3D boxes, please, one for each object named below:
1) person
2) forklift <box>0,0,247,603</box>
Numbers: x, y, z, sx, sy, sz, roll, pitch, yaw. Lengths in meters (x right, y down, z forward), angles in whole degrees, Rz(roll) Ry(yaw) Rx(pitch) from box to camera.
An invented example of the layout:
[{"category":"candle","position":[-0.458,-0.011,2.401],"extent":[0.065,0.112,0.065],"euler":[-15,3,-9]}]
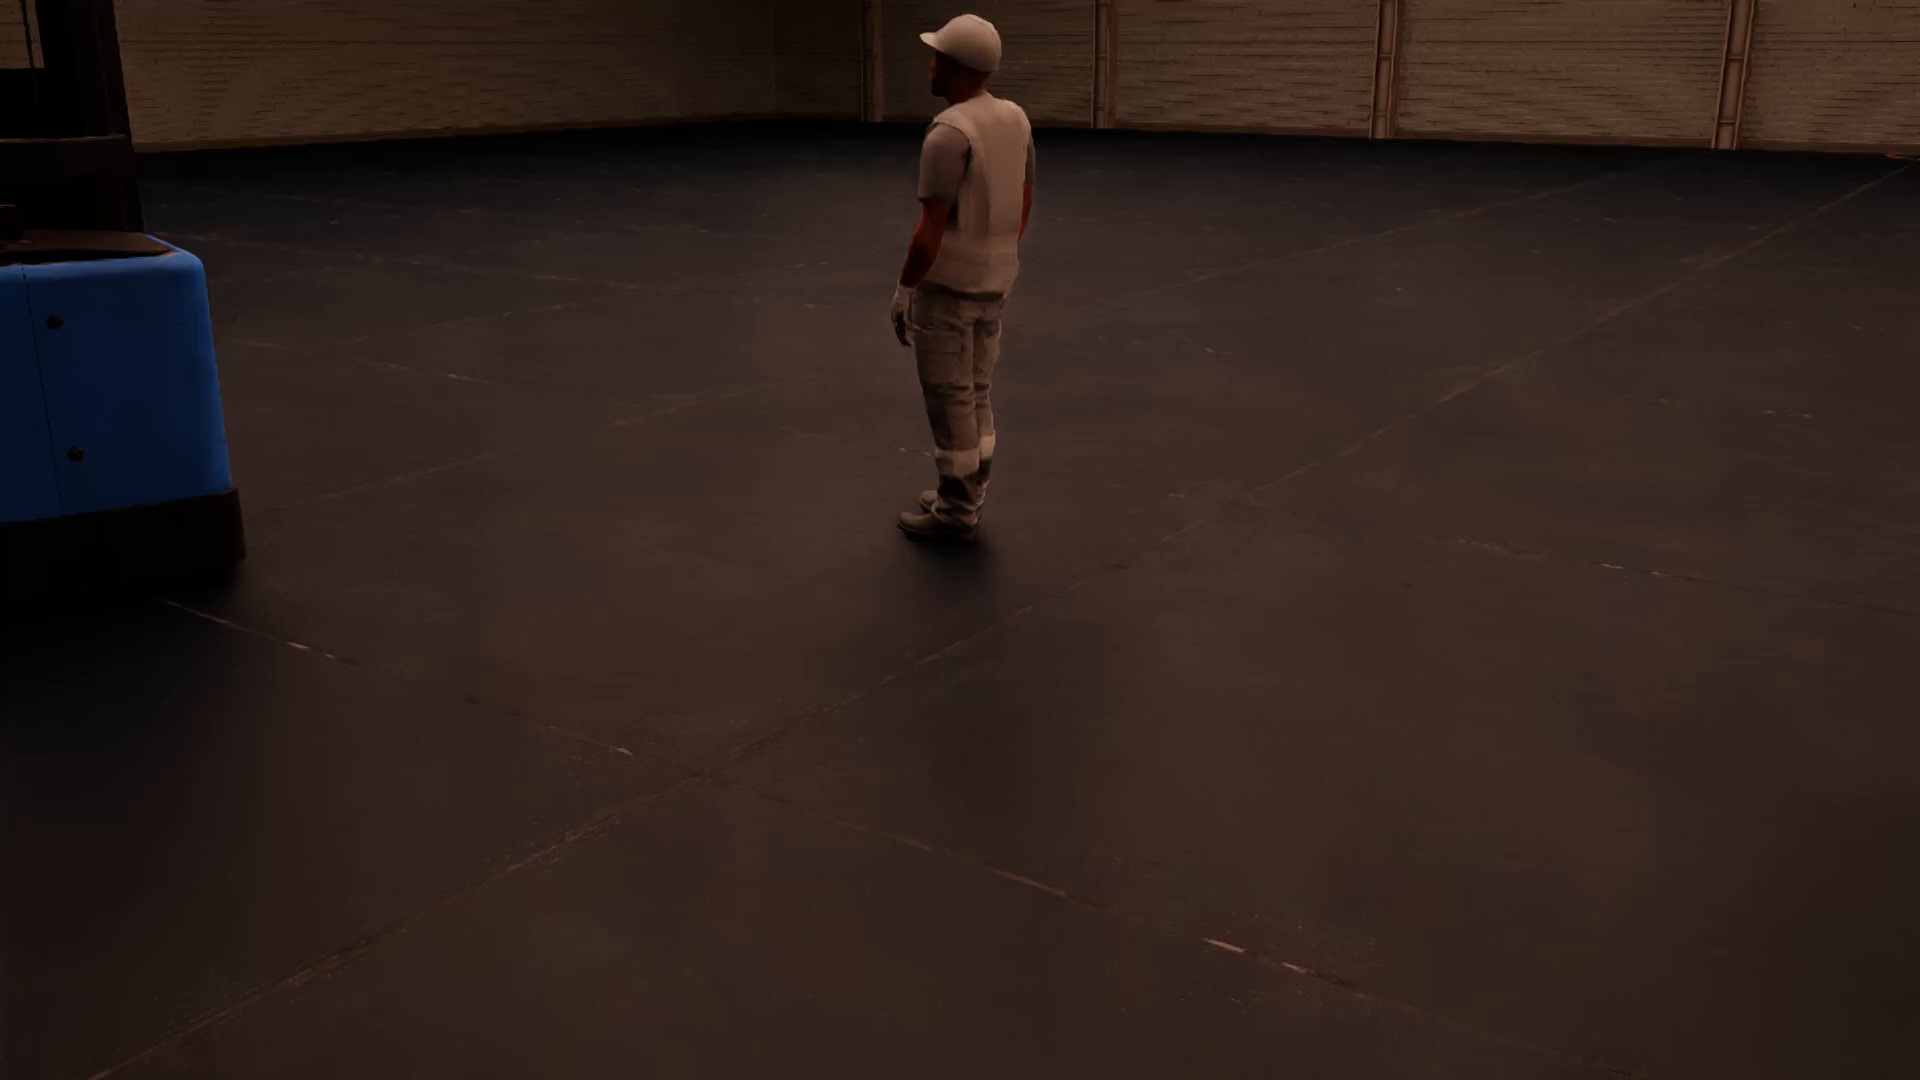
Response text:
[{"category":"person","position":[-0.060,-0.879,5.743],"extent":[0.563,1.787,0.637],"euler":[11,20,33]},{"category":"forklift","position":[-3.626,-1.530,5.948],"extent":[1.130,2.935,3.031],"euler":[-12,20,-34]}]
